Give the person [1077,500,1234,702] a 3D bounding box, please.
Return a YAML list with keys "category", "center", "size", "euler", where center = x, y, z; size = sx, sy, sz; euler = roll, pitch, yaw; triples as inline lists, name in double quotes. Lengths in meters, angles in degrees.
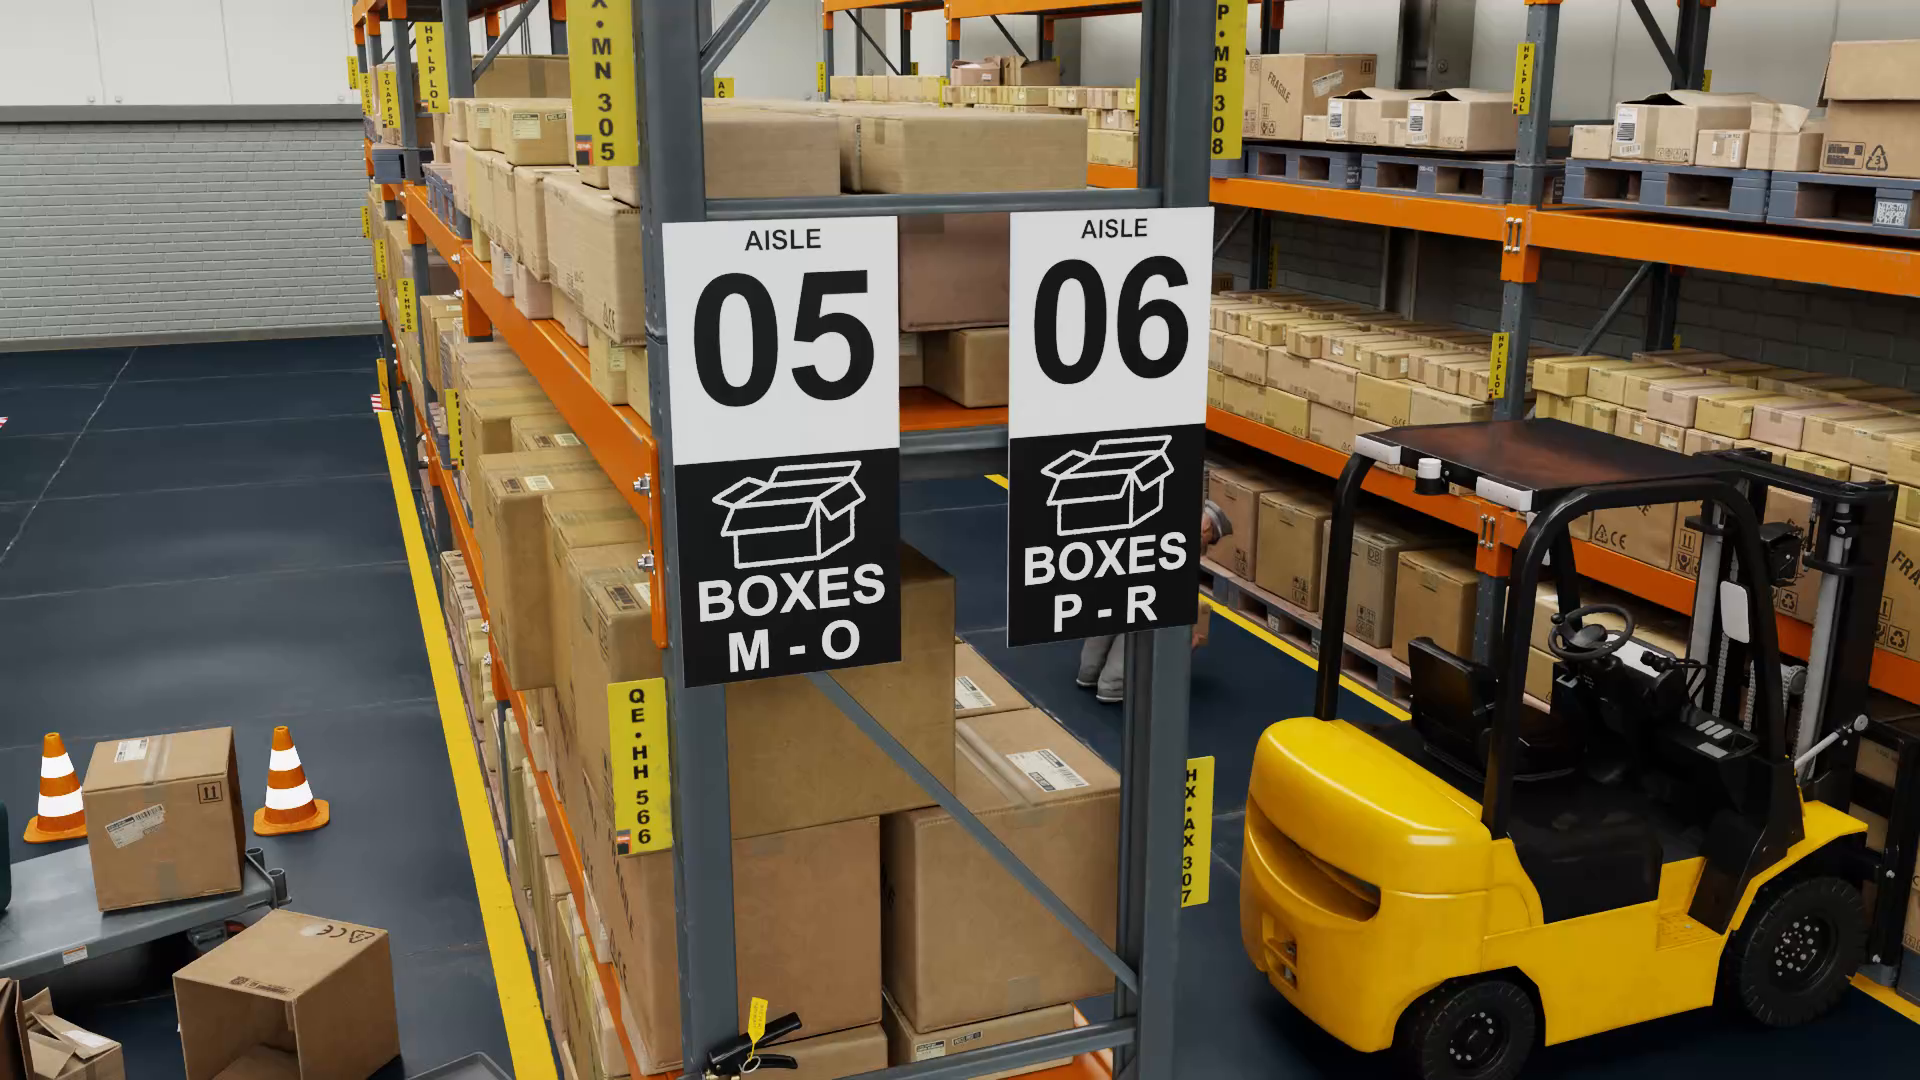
- category: "person"
  center: [1.093, 0.324, 9.565]
  size: [1.046, 1.102, 0.503]
  euler: [-6, 17, -22]
